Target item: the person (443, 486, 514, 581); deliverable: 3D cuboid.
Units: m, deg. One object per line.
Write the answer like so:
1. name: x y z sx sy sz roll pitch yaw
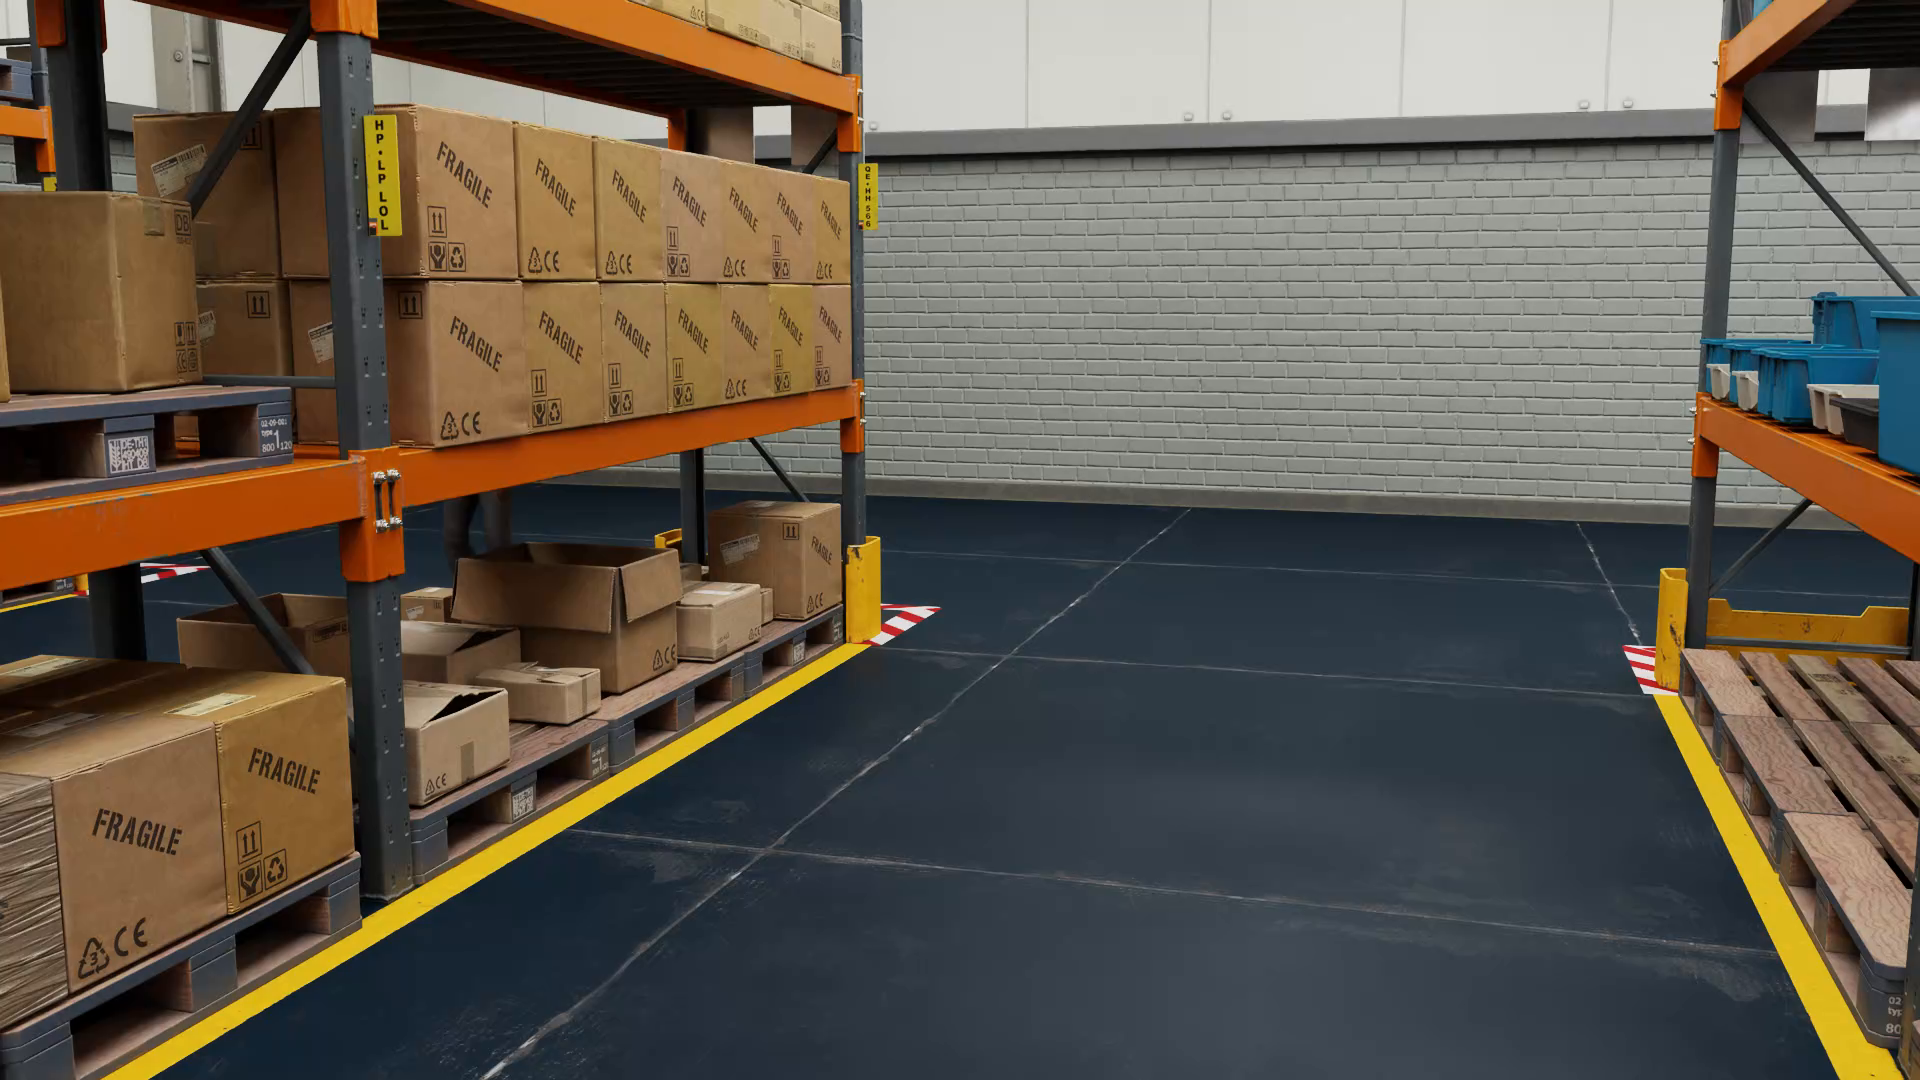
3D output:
1. person: -2.553 -0.357 8.877 0.446 1.636 0.330 2 9 13
